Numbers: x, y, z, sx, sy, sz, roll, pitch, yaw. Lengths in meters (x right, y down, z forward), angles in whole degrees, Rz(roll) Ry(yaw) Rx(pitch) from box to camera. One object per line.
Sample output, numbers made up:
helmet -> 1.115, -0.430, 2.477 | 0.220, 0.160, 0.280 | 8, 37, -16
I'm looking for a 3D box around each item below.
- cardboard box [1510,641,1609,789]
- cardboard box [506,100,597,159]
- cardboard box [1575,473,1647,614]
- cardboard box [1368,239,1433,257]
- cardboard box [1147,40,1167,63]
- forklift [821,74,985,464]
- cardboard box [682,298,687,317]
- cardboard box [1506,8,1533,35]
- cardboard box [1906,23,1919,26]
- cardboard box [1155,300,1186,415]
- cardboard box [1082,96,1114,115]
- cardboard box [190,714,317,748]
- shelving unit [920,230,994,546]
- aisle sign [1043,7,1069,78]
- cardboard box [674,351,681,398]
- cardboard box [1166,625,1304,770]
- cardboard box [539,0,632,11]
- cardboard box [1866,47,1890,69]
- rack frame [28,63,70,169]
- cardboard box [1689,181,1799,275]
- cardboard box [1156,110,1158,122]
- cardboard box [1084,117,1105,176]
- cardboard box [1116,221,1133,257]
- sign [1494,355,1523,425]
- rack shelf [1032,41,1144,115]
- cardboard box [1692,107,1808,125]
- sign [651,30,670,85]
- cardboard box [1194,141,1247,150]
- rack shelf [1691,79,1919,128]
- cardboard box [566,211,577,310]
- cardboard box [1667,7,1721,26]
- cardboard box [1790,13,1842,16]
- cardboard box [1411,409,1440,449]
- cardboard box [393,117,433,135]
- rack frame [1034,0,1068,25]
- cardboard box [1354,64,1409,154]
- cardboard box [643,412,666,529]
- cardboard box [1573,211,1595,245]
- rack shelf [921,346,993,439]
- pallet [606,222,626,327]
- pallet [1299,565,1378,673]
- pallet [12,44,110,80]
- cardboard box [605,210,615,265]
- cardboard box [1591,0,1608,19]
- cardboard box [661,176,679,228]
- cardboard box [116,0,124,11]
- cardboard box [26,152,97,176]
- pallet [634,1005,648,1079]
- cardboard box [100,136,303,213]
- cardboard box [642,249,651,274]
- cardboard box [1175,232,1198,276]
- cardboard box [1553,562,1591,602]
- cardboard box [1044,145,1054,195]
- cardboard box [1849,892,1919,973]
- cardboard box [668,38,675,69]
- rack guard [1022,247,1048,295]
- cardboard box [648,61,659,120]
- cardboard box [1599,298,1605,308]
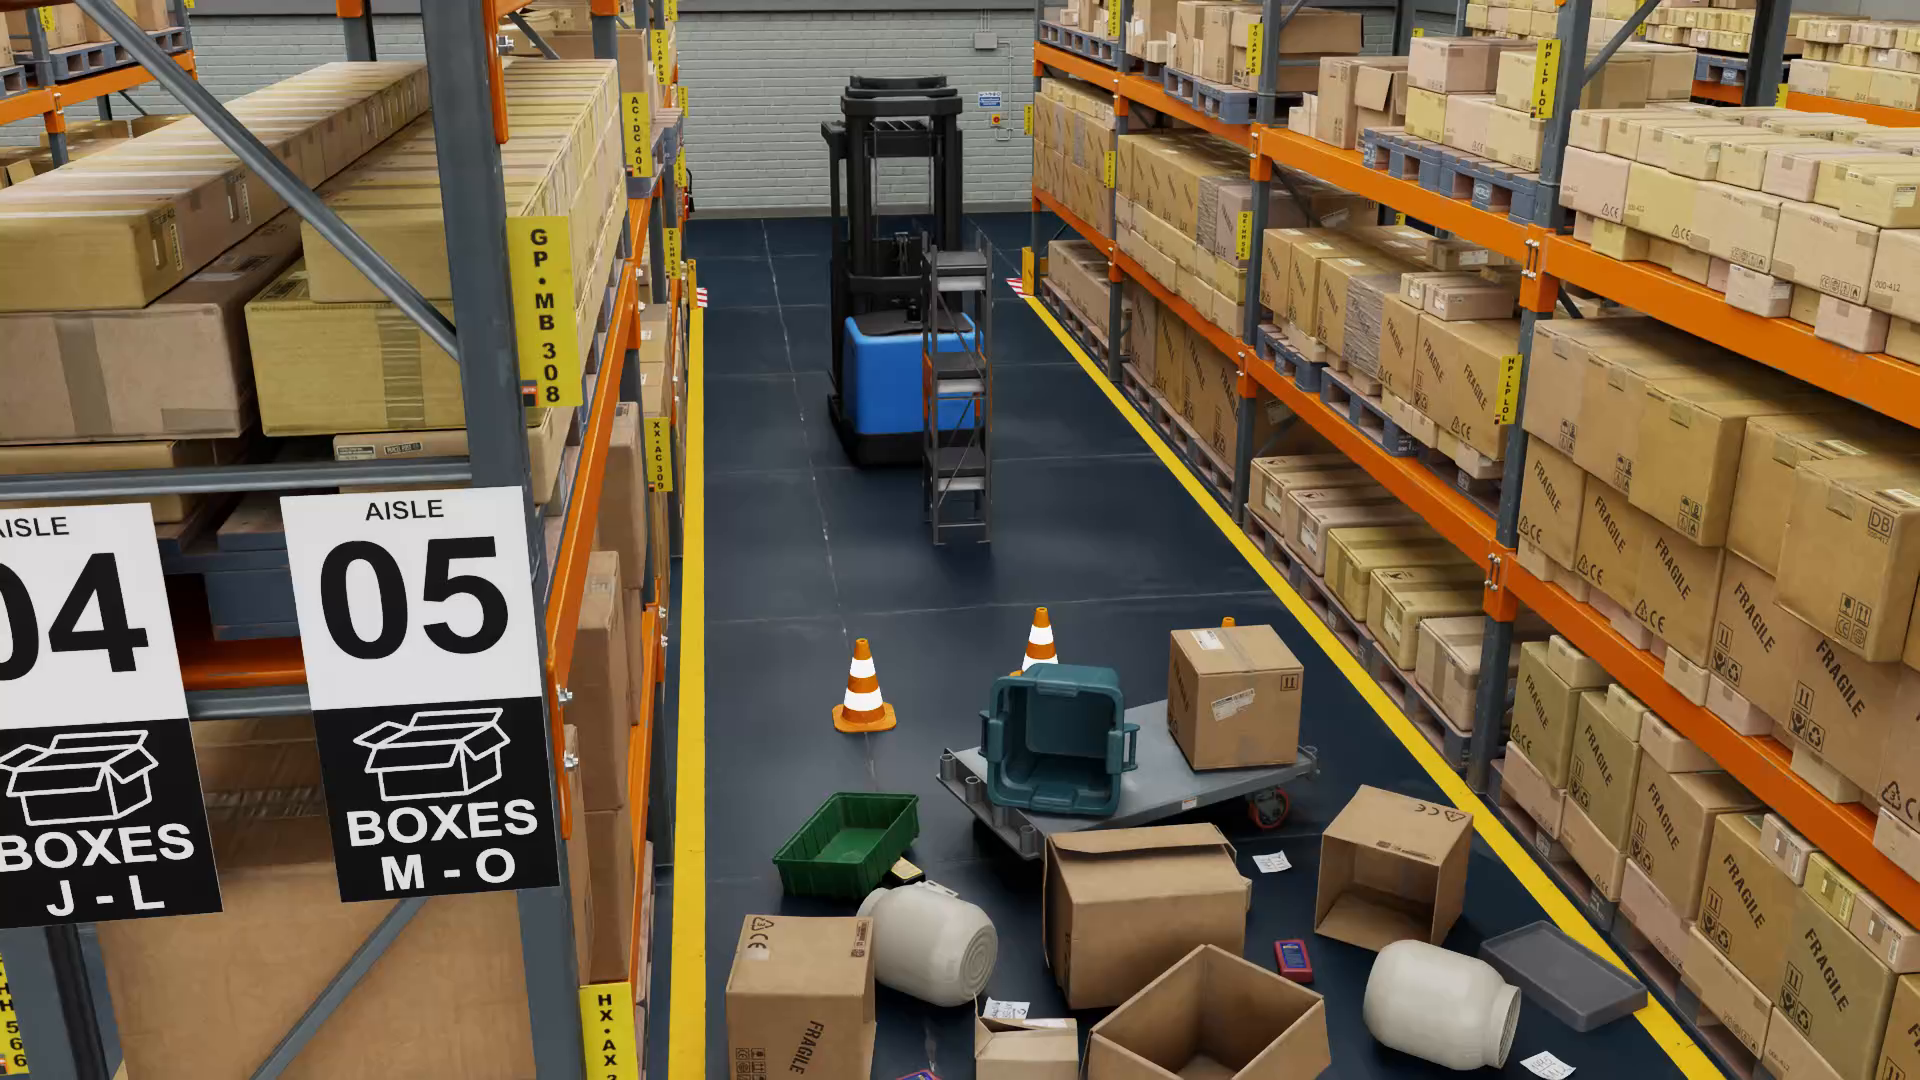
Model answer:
cardboard box -> 2.876, 0.784, 7.587 | 0.500, 0.500, 0.500 | -2, 21, -5
cardboard box -> -1.238, -1.157, 4.717 | 0.380, 0.149, 0.250 | -3, 21, -7
cardboard box -> 2.941, -0.021, 6.917 | 0.500, 0.500, 0.500 | -3, 21, -8
cardboard box -> 2.908, -1.620, 10.598 | 0.500, 0.500, 0.500 | -3, 21, -9
cardboard box -> 1.741, -3.980, 13.533 | 0.380, 0.166, 0.250 | -4, 21, -11
forklift -> -0.565, -2.456, 14.104 | 1.130, 2.935, 3.031 | -4, 21, -10
cardboard box -> -2.947, -2.334, 16.727 | 0.380, 0.149, 0.250 | -3, 21, -7
cardboard box -> 6.188, -5.534, 17.749 | 0.500, 0.250, 0.500 | -4, 21, -9
cardboard box -> 7.483, -3.878, 12.744 | 0.380, 0.149, 0.250 | -2, 21, -6
cardboard box -> 2.211, -1.622, 14.208 | 0.875, 0.875, 0.875 | -2, 21, -6
cardboard box -> 1.424, -4.299, 16.440 | 0.380, 0.149, 0.250 | -3, 21, -9
cardboard box -> -1.435, 0.604, 4.055 | 0.875, 0.550, 0.550 | -3, 21, -8
shelving unit -> -0.024, -1.041, 11.502 | 0.431, 2.100, 0.503 | -3, 21, -8
aisle sign -> 1.031, -5.557, 18.591 | 0.394, 0.787, 0.004 | -3, 21, -8
cardboard box -> -2.394, -1.250, 12.675 | 0.500, 0.250, 0.500 | -3, 21, -7
cardboard box -> 1.301, 0.743, 7.931 | 0.500, 0.500, 0.500 | -3, 21, -8
cardboard box -> -3.033, -4.171, 13.566 | 0.700, 0.500, 0.500 | -3, 21, -8
cardboard box -> 7.073, -3.626, 12.494 | 0.380, 0.149, 0.250 | -2, 21, -7
rack frame -> -7.901, -2.444, 13.972 | 1.000, 3.000, 0.127 | -3, 21, -8
cardboard box -> 2.994, -1.130, 5.956 | 0.500, 0.250, 0.500 | -3, 21, -7
cardboard box -> 1.985, -4.059, 15.799 | 0.380, 0.149, 0.250 | -3, 21, -8
cardboard box -> 1.499, -3.784, 15.989 | 0.500, 0.500, 0.500 | -3, 21, -9
cardboard box -> 1.707, -2.708, 14.893 | 0.500, 0.250, 0.500 | -3, 21, -9
sign -> 2.510, -0.687, 7.613 | 0.100, 0.325, 0.005 | -3, 21, -8
rack shelf -> 1.617, -4.704, 16.765 | 1.077, 0.370, 4.000 | -3, 21, -8
cardboard box -> 3.320, -1.736, 7.010 | 0.380, 0.149, 0.250 | -2, 21, -7
sign -> -1.852, -2.984, 10.278 | 0.100, 0.325, 0.005 | -3, 21, -8
cardboard box -> 2.300, -3.138, 14.259 | 0.500, 0.500, 0.500 | -3, 21, -7
rack shelf -> 7.105, -3.571, 13.731 | 1.077, 0.370, 4.000 | -3, 21, -8
cardboard box -> -1.139, -0.578, 3.735 | 0.500, 0.250, 0.500 | -3, 21, -8
cardboard box -> 6.534, -4.651, 14.786 | 0.380, 0.149, 0.250 | -3, 21, -7
cardboard box -> 7.111, -4.318, 13.893 | 0.380, 0.149, 0.250 | -3, 21, -7
cardboard box -> 2.618, -0.597, 8.785 | 0.380, 0.149, 0.250 | -3, 21, -9
cardboard box -> -1.958, -1.249, 5.532 | 0.500, 0.250, 0.500 | -3, 21, -8
rack frame -> 1.328, -7.139, 17.969 | 1.000, 3.000, 0.127 | -3, 21, -8
cardboard box -> 2.730, -2.486, 9.649 | 0.797, 0.503, 0.637 | -3, 21, -8
cardboard box -> -1.709, -0.306, 8.106 | 0.500, 0.500, 0.500 | -3, 21, -7
cardboard box -> 2.858, -1.340, 7.088 | 0.380, 0.149, 0.250 | -3, 21, -9
rack shelf -> -0.024, -1.028, 11.507 | 0.431, 0.518, 0.480 | -3, 21, -8
pallet -> -1.718, -0.969, 5.863 | 1.003, 0.211, 1.213 | -3, 21, -8
pallet -> 2.765, 0.440, 10.237 | 1.003, 0.211, 1.213 | -3, 21, -8
pallet -> -8.009, -4.091, 14.223 | 1.003, 0.211, 1.213 | -3, 21, -8
cardboard box -> -1.310, -0.959, 5.324 | 0.380, 0.149, 0.250 | -3, 21, -7
cardboard box -> 6.424, -5.242, 16.250 | 0.500, 0.250, 0.500 | -3, 21, -9
cardboard box -> -2.801, -3.029, 14.972 | 0.500, 0.500, 0.500 | -3, 21, -9
cardboard box -> -8.266, -4.969, 15.561 | 0.700, 0.500, 0.500 | -4, 21, -11
cardboard box -> -7.717, -3.043, 14.294 | 0.500, 0.500, 0.500 | -3, 21, -8
pallet -> -1.614, 2.108, 5.771 | 1.003, 0.211, 1.213 | -3, 21, -8
cardboard box -> -1.778, -0.860, 3.920 | 0.380, 0.149, 0.250 | -3, 21, -8
cardboard box -> -2.318, -1.894, 11.410 | 0.380, 0.149, 0.250 | -3, 21, -9
cardboard box -> 1.989, -2.231, 12.902 | 0.500, 0.250, 0.500 | -3, 21, -9
cardboard box -> 2.874, 0.154, 7.376 | 0.380, 0.149, 0.250 | -2, 21, -6
cardboard box -> 1.214, -4.021, 18.052 | 0.500, 0.500, 0.500 | -3, 21, -9
cardboard box -> 3.142, 1.259, 5.388 | 0.380, 0.149, 0.250 | -2, 21, -6
cardboard box -> -2.921, -4.522, 15.463 | 0.500, 0.250, 0.500 | -2, 21, -5
rack guard -> 1.325, -3.166, 19.478 | 1.175, 0.500, 0.348 | -3, 21, -8
cardboard box -> -1.955, -2.534, 9.311 | 0.500, 0.311, 0.500 | -3, 21, -8
cardboard box -> 6.892, -2.447, 17.456 | 0.380, 0.149, 0.250 | -3, 21, -8
